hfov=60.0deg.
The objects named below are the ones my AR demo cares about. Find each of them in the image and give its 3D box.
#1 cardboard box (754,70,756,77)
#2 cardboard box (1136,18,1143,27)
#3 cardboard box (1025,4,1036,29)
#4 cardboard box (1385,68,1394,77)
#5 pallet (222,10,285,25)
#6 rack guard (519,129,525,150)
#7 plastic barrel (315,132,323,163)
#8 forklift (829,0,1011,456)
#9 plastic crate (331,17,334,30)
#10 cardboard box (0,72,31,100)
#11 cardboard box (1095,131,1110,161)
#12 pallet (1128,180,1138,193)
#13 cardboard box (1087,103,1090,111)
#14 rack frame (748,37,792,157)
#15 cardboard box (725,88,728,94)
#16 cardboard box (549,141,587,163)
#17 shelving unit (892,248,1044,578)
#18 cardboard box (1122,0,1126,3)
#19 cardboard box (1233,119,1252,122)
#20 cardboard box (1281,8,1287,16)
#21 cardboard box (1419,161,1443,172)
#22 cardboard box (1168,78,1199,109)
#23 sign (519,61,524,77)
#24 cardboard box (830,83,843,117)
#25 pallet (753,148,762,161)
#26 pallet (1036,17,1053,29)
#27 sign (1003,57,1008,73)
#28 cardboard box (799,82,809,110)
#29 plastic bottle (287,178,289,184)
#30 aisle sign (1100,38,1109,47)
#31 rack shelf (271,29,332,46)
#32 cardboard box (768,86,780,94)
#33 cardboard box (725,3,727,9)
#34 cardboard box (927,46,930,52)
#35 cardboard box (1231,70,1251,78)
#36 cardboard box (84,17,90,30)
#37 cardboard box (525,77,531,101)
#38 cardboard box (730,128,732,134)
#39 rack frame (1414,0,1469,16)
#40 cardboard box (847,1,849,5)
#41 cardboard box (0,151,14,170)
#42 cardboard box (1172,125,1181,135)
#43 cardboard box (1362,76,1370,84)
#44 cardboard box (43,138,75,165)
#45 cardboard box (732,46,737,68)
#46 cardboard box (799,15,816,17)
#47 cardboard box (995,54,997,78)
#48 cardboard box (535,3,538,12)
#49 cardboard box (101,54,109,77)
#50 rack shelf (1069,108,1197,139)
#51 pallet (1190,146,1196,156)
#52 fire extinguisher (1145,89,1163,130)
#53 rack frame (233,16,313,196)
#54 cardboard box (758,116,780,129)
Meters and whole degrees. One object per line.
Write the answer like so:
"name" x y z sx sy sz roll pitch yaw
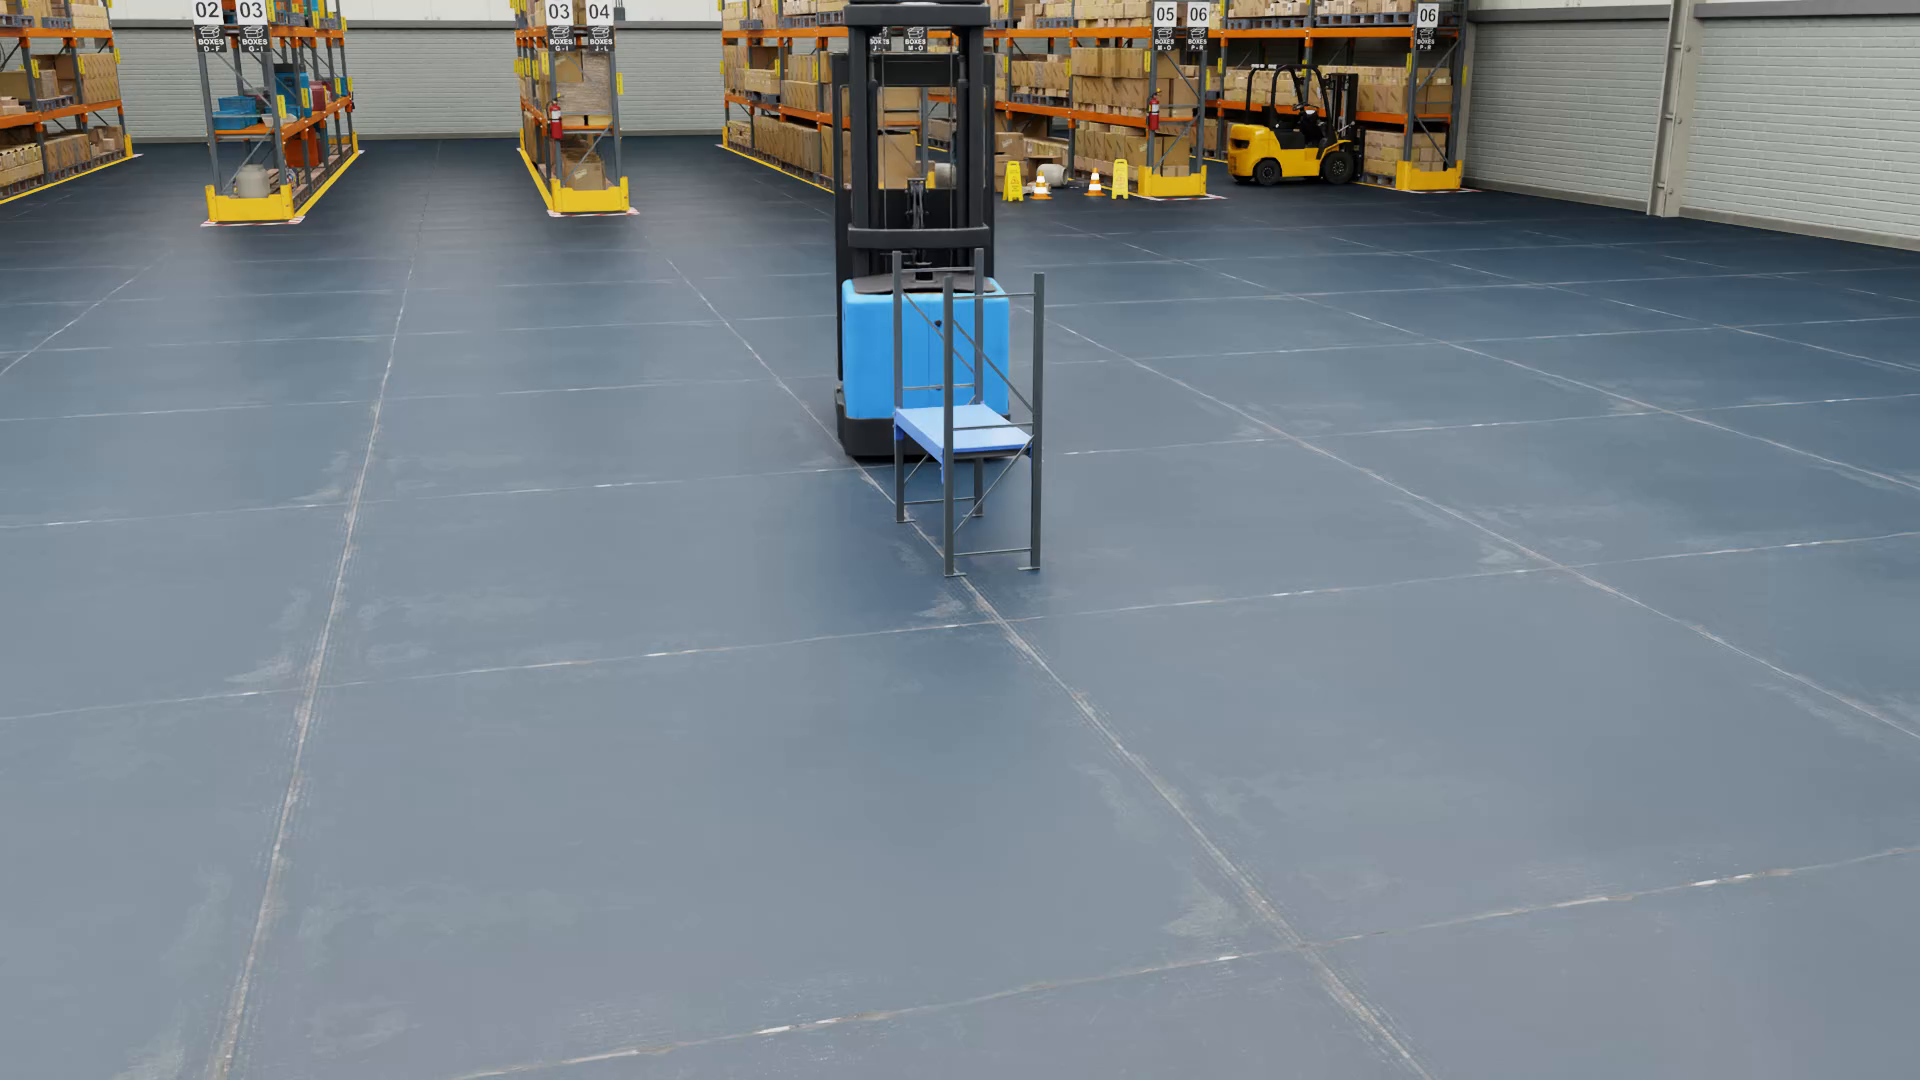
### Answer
"cardboard box" -4.300 -10.186 36.322 0.380 0.149 0.250 -4 17 -13
"cardboard box" 3.240 -8.883 28.532 0.380 0.149 0.250 -5 17 -15
"cardboard box" 1.760 -10.858 34.497 0.700 0.500 0.500 -5 17 -15
"cardboard box" 7.982 -8.536 30.338 0.380 0.149 0.250 -4 17 -14
"pallet" -10.717 -7.831 24.923 1.003 0.211 1.213 -5 17 -15
"rack guard" -10.225 -9.875 40.959 1.175 0.500 0.348 -5 17 -15
"plastic barrel" -13.243 -7.954 33.679 0.600 0.588 0.708 -5 17 -15
"forklift" -0.333 -2.306 11.536 1.130 2.935 3.031 -2 17 -5
"plastic crate" -13.959 -11.307 36.393 0.497 0.269 0.590 -5 17 -15
"cardboard box" -17.827 -8.485 31.082 0.700 0.500 0.500 -12 20 -34
"cardboard box" 2.810 -7.298 30.780 0.500 0.500 0.500 -4 17 -12
"pallet" 3.497 -6.337 29.680 1.003 0.211 1.213 -5 17 -15
"cardboard box" 2.608 -8.160 31.341 0.380 0.149 0.250 -5 17 -16
"rack frame" -4.322 -10.323 38.106 1.000 3.000 0.127 -5 17 -15
"cardboard box" -5.648 -11.194 41.441 0.380 0.149 0.250 -5 17 -16
"cardboard box" -7.489 -7.374 31.867 0.700 0.500 0.500 -3 17 -11
"shelving unit" 0.023 -0.695 8.658 0.538 1.500 1.048 -5 17 -15
"cardboard box" 3.082 -9.552 29.375 0.380 0.149 0.250 -5 17 -17
"cardboard box" 6.437 -9.513 37.896 0.380 0.149 0.250 -4 17 -12
"cardboard box" 6.785 -10.769 33.907 0.380 0.149 0.250 -5 17 -15
"cardboard box" 8.532 -6.853 30.600 0.500 0.250 0.500 -5 17 -15
"cardboard box" 3.844 -7.767 28.904 0.500 0.500 0.500 -5 17 -16
"sign" -9.652 -10.368 36.610 0.100 0.325 0.005 -5 17 -15
"cardboard box" -1.803 -7.772 29.352 0.875 0.550 0.550 -5 17 -15
"pallet" -4.107 -8.773 37.790 1.003 0.211 1.213 -5 17 -15
"pallet" 2.253 -10.342 33.281 1.213 0.211 1.003 -5 17 -15
"sign" 0.976 -10.146 35.503 0.100 0.325 0.005 -5 17 -15
"cardboard box" -2.802 -8.561 32.065 0.500 0.500 0.500 -5 17 -15
"plastic bottle" -10.782 -5.679 26.620 0.097 0.271 0.097 0 17 0
"aisle sign" 3.781 -13.483 44.107 0.394 0.787 0.004 -5 17 -15
"rack shelf" -13.332 -10.107 33.420 1.077 0.370 4.000 -5 17 -15
"cardboard box" -3.800 -9.398 34.731 0.380 0.149 0.250 -4 17 -14
"cardboard box" -5.494 -12.965 40.383 0.380 0.149 0.250 -5 17 -15
"cardboard box" -0.667 -12.347 41.804 0.380 0.149 0.250 -5 18 -17
"cardboard box" 6.159 -10.203 36.404 0.380 0.149 0.250 -4 17 -14
"cardboard box" -18.810 -10.973 35.315 0.500 0.250 0.500 -5 17 -15
"cardboard box" -9.233 -9.860 36.390 0.500 0.500 0.500 -5 17 -15
"cardboard box" -5.503 -10.163 41.279 0.380 0.149 0.250 -5 17 -16
"rack frame" 8.479 -10.690 28.898 1.000 3.000 0.127 -5 17 -15
"cardboard box" -1.650 -8.845 27.504 0.380 0.149 0.250 -5 17 -15
"cardboard box" -16.596 -6.533 28.562 0.500 0.311 0.500 -5 18 -17
"cardboard box" 5.386 -9.704 39.658 0.500 0.500 0.500 -5 17 -17
"cardboard box" 7.738 -8.602 31.074 0.380 0.149 0.250 -5 17 -15
"cardboard box" -17.827 -7.660 32.820 0.500 0.500 0.500 -5 18 -17
"cardboard box" -5.144 -11.529 39.689 0.500 0.500 0.500 -5 18 -17
"cardboard box" -3.124 -10.881 34.572 0.500 0.500 0.500 -5 17 -15
"cardboard box" 0.966 -10.427 36.538 0.500 0.500 0.500 -4 17 -14
"cardboard box" -7.127 -9.188 28.679 0.380 0.149 0.250 -5 17 -17
"cardboard box" -19.071 -10.426 36.536 0.500 0.500 0.500 -4 17 -14
"rack shelf" 3.158 -7.632 30.397 1.077 0.370 4.000 -5 17 -15
"pallet" 5.780 -9.241 39.348 1.003 0.211 1.213 -5 17 -15
"fire extinguisher" 3.296 -7.318 28.236 0.296 0.674 0.183 -5 17 -15
"rack frame" -11.683 -7.355 28.223 1.000 3.000 0.127 -5 17 -15
"cardboard box" -4.224 -9.314 37.057 0.500 0.250 0.500 -4 17 -14
